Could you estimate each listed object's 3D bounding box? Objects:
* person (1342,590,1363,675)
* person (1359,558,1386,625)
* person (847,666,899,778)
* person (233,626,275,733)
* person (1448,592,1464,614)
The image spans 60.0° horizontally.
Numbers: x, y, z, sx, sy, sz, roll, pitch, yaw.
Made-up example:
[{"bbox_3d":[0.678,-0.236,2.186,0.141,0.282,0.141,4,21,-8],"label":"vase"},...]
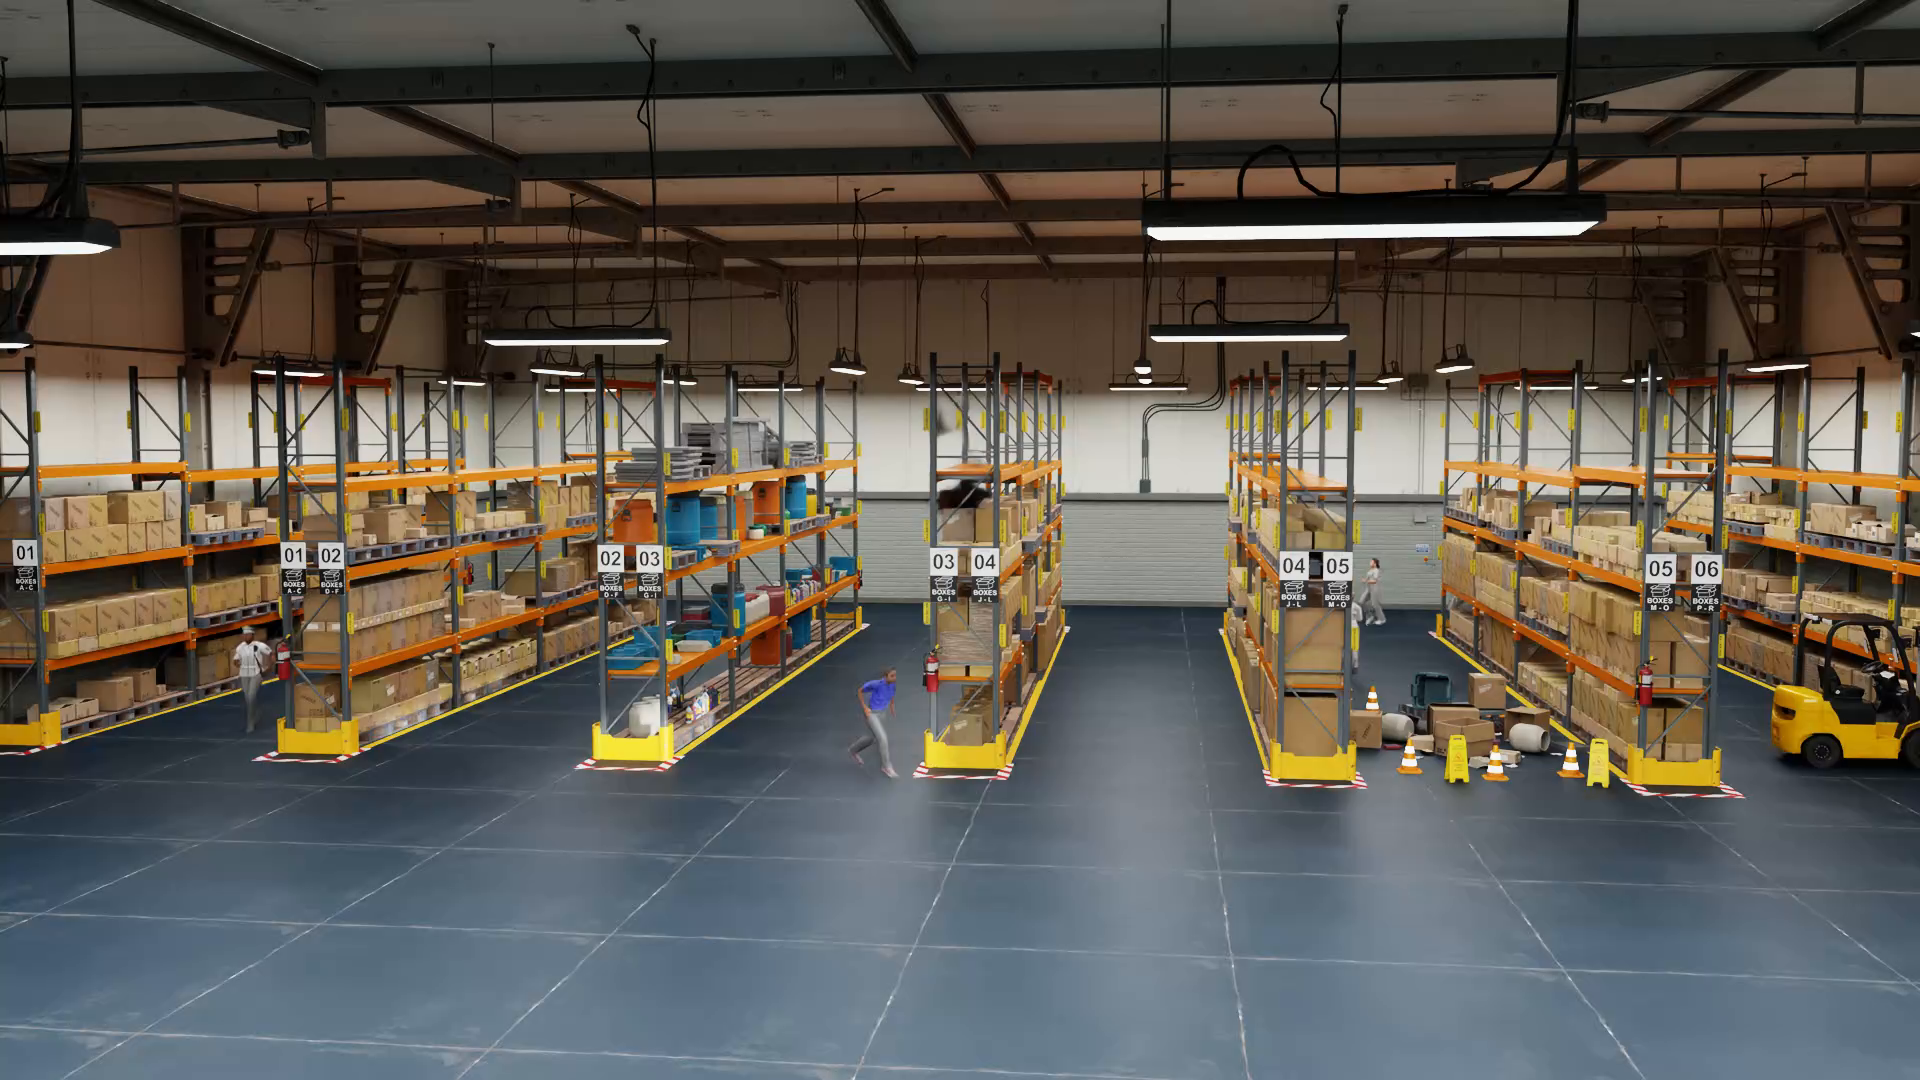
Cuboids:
[{"bbox_3d":[7.664,1.816,32.764,0.598,1.702,0.919,0,4,2],"label":"person"},{"bbox_3d":[10.150,1.274,40.931,0.698,1.684,0.535,-1,4,-13],"label":"person"},{"bbox_3d":[-1.270,2.562,23.721,0.978,1.616,0.612,4,6,43],"label":"person"},{"bbox_3d":[-11.558,2.258,27.165,0.581,1.736,0.765,0,4,1],"label":"person"},{"bbox_3d":[11.941,1.376,39.869,0.554,1.655,0.639,2,5,28],"label":"person"}]
